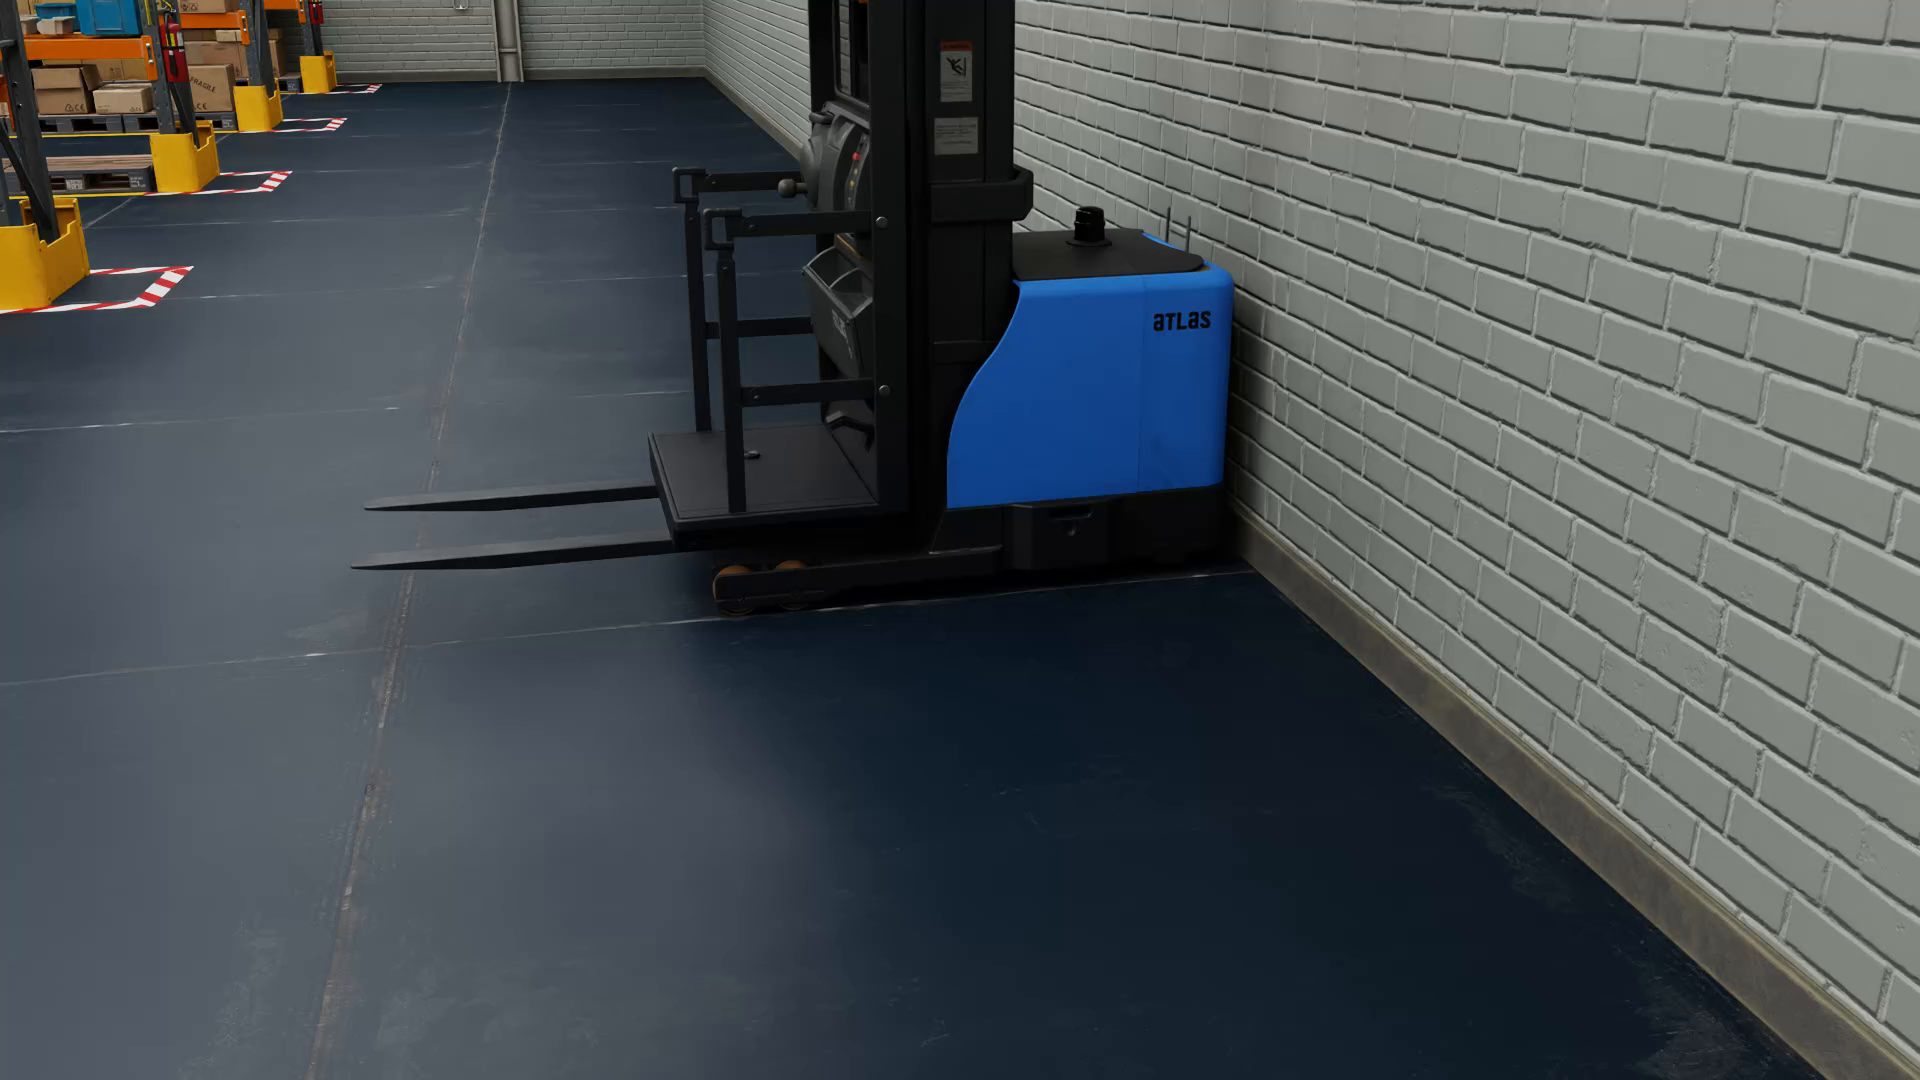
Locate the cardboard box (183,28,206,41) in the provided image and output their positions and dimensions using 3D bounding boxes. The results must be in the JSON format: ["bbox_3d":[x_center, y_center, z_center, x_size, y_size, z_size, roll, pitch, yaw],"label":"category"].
[{"bbox_3d":[-10.917,-7.220,23.745,0.250,0.149,0.380,-4,21,-12],"label":"cardboard box"}]

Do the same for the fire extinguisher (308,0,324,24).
[{"bbox_3d":[-9.097,-7.631,23.440,0.183,0.674,0.296,-5,21,-12],"label":"fire extinguisher"}]

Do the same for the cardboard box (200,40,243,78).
[{"bbox_3d":[-10.496,-6.880,23.758,0.500,0.500,0.700,-5,21,-13],"label":"cardboard box"}]

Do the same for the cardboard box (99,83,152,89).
[{"bbox_3d":[-9.774,-5.215,19.548,0.500,0.250,0.500,-5,21,-12],"label":"cardboard box"}]

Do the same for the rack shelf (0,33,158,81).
[{"bbox_3d":[-9.017,-4.172,14.390,4.000,0.370,1.077,-5,21,-12],"label":"rack shelf"}]

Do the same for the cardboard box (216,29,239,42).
[{"bbox_3d":[-10.340,-7.132,23.505,0.250,0.149,0.380,-4,21,-11],"label":"cardboard box"}]

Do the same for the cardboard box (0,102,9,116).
[{"bbox_3d":[-10.802,-4.919,18.862,0.250,0.166,0.380,-5,21,-12],"label":"cardboard box"}]

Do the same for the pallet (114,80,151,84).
[{"bbox_3d":[-11.295,-6.491,23.726,1.213,0.211,1.003,-5,21,-12],"label":"pallet"}]

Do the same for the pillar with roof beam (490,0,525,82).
[{"bbox_3d":[-5.931,-9.864,20.159,0.400,9.000,9.100,-5,21,-12],"label":"pillar with roof beam"}]

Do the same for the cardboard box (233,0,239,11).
[{"bbox_3d":[-8.699,-6.427,19.353,0.500,0.500,0.500,-4,21,-11],"label":"cardboard box"}]

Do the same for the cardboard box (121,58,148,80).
[{"bbox_3d":[-11.502,-6.795,23.527,0.500,0.500,0.700,-4,21,-11],"label":"cardboard box"}]

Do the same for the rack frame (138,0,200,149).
[{"bbox_3d":[-7.071,-4.669,14.698,0.127,3.000,1.000,-5,21,-12],"label":"rack frame"}]

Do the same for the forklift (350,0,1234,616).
[{"bbox_3d":[-0.610,-1.321,5.660,3.031,2.935,1.130,-5,21,-14],"label":"forklift"}]

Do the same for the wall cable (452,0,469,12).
[{"bbox_3d":[-8.322,-8.880,24.718,1.851,1.984,0.084,-5,21,-12],"label":"wall cable"}]

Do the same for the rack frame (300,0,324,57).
[{"bbox_3d":[-9.350,-7.985,23.751,0.127,3.000,1.000,-5,21,-12],"label":"rack frame"}]

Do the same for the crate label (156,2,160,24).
[{"bbox_3d":[-7.387,-4.709,14.964,0.303,0.233,0.416,-5,21,-12],"label":"crate label"}]

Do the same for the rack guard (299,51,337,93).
[{"bbox_3d":[-9.327,-6.813,24.186,0.348,0.500,1.175,-5,21,-12],"label":"rack guard"}]

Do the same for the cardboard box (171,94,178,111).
[{"bbox_3d":[-9.094,-5.076,19.289,0.250,0.166,0.380,-5,21,-12],"label":"cardboard box"}]

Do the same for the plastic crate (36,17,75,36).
[{"bbox_3d":[-7.823,-4.448,14.392,0.243,0.136,0.396,-5,21,-12],"label":"plastic crate"}]

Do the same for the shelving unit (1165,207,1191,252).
[{"bbox_3d":[0.875,-0.646,6.334,0.189,1.200,0.258,-3,20,-13],"label":"shelving unit"}]

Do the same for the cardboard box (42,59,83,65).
[{"bbox_3d":[-12.492,-6.716,23.313,0.500,0.500,0.700,-4,21,-12],"label":"cardboard box"}]

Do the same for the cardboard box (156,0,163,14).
[{"bbox_3d":[-9.084,-6.205,18.747,0.500,0.500,0.500,-4,21,-12],"label":"cardboard box"}]

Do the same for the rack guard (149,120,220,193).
[{"bbox_3d":[-7.050,-3.501,15.145,0.348,0.500,1.175,-5,21,-12],"label":"rack guard"}]

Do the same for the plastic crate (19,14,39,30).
[{"bbox_3d":[-8.378,-4.612,14.841,0.298,0.136,0.250,-5,21,-12],"label":"plastic crate"}]

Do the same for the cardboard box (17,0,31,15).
[{"bbox_3d":[-10.556,-6.087,18.425,0.500,0.500,0.500,-5,21,-13],"label":"cardboard box"}]

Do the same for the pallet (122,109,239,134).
[{"bbox_3d":[-9.057,-4.948,19.516,1.213,0.211,1.003,-5,21,-12],"label":"pallet"}]

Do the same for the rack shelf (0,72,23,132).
[{"bbox_3d":[-7.877,-2.515,9.864,4.000,0.370,1.077,-5,21,-12],"label":"rack shelf"}]

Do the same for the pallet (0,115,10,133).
[{"bbox_3d":[-11.431,-4.755,18.988,1.213,0.211,1.003,-5,21,-12],"label":"pallet"}]

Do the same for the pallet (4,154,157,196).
[{"bbox_3d":[-7.882,-3.307,15.035,1.213,0.211,1.003,-5,21,-12],"label":"pallet"}]

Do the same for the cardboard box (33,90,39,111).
[{"bbox_3d":[-10.881,-5.154,19.292,0.500,0.311,0.500,-5,21,-12],"label":"cardboard box"}]

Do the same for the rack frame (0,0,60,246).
[{"bbox_3d":[-5.931,-3.011,10.172,0.127,3.000,1.000,-5,21,-12],"label":"rack frame"}]
